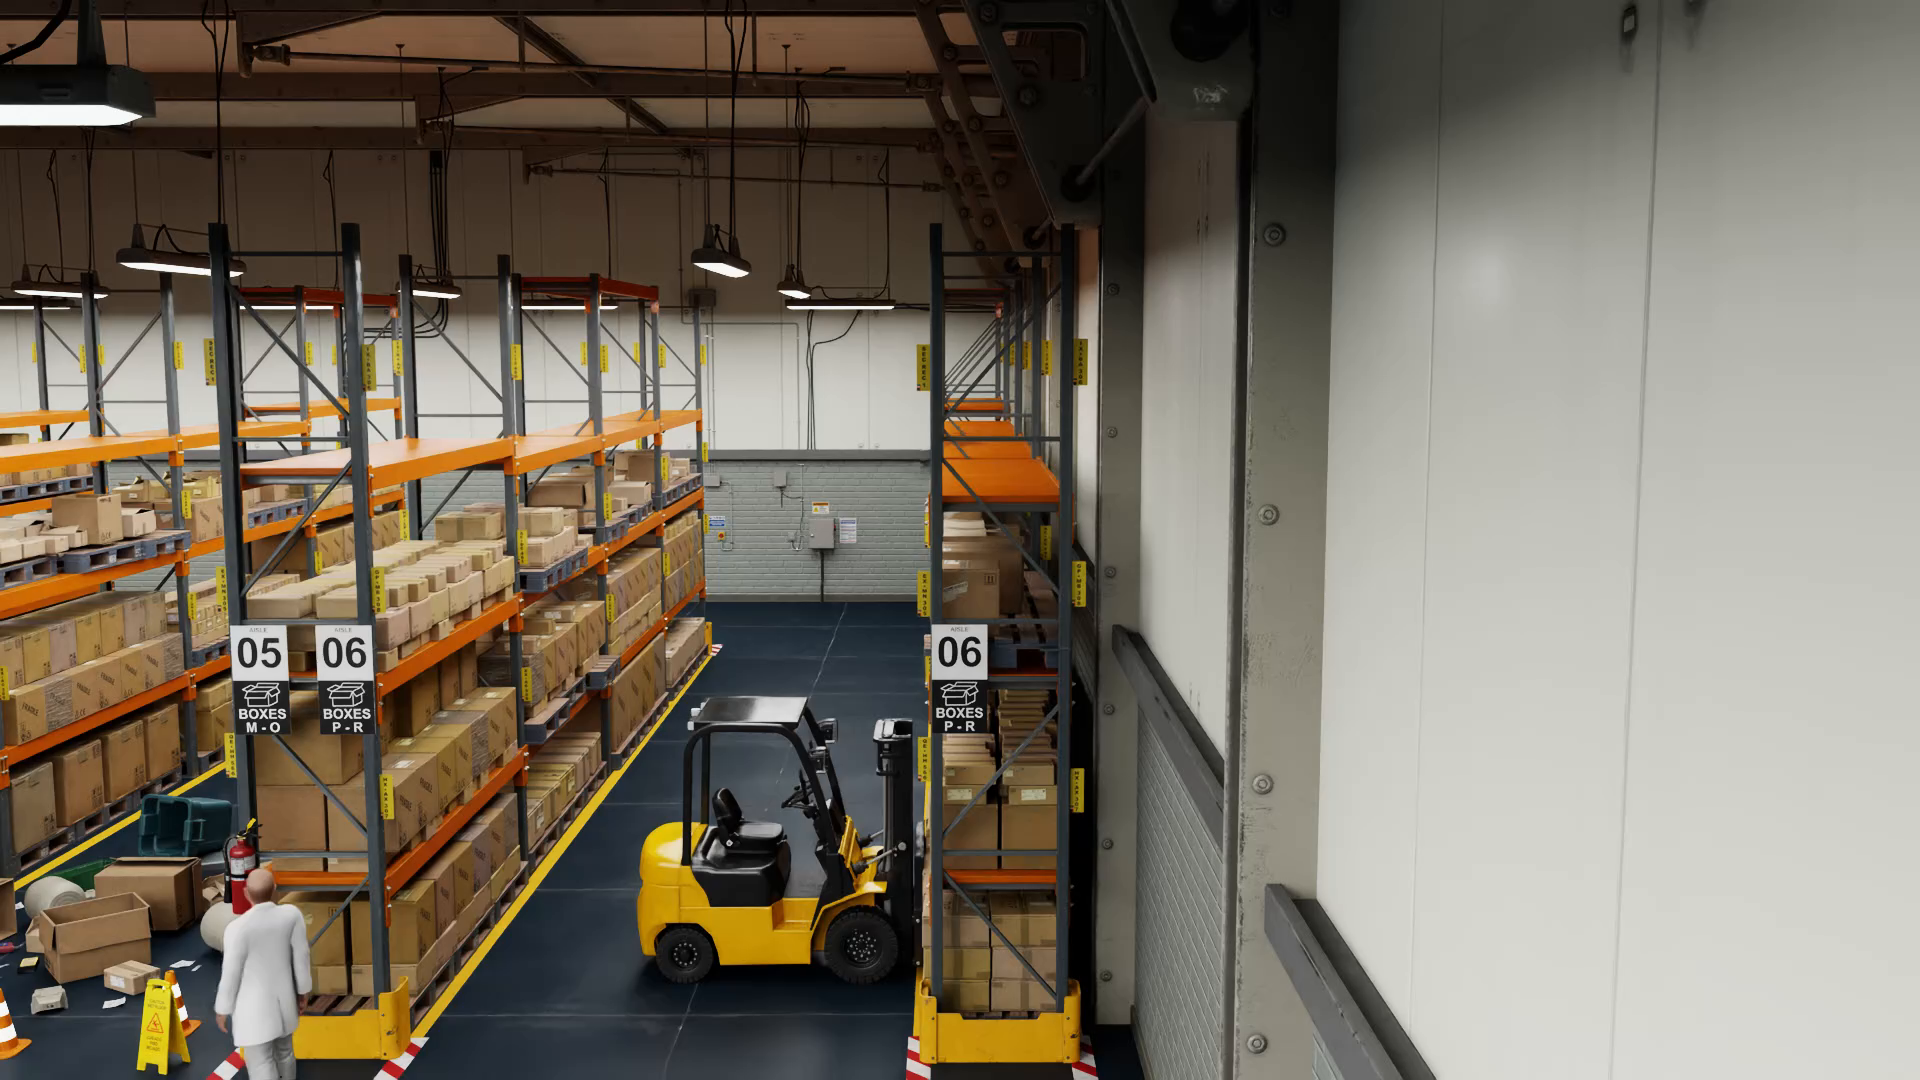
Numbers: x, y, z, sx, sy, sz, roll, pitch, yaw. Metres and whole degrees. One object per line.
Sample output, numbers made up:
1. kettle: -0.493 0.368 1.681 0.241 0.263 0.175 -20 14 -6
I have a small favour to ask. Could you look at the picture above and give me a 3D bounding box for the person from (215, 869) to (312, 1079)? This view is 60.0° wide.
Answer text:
1. person: -4.596 3.018 10.874 0.533 1.796 0.621 4 8 29
